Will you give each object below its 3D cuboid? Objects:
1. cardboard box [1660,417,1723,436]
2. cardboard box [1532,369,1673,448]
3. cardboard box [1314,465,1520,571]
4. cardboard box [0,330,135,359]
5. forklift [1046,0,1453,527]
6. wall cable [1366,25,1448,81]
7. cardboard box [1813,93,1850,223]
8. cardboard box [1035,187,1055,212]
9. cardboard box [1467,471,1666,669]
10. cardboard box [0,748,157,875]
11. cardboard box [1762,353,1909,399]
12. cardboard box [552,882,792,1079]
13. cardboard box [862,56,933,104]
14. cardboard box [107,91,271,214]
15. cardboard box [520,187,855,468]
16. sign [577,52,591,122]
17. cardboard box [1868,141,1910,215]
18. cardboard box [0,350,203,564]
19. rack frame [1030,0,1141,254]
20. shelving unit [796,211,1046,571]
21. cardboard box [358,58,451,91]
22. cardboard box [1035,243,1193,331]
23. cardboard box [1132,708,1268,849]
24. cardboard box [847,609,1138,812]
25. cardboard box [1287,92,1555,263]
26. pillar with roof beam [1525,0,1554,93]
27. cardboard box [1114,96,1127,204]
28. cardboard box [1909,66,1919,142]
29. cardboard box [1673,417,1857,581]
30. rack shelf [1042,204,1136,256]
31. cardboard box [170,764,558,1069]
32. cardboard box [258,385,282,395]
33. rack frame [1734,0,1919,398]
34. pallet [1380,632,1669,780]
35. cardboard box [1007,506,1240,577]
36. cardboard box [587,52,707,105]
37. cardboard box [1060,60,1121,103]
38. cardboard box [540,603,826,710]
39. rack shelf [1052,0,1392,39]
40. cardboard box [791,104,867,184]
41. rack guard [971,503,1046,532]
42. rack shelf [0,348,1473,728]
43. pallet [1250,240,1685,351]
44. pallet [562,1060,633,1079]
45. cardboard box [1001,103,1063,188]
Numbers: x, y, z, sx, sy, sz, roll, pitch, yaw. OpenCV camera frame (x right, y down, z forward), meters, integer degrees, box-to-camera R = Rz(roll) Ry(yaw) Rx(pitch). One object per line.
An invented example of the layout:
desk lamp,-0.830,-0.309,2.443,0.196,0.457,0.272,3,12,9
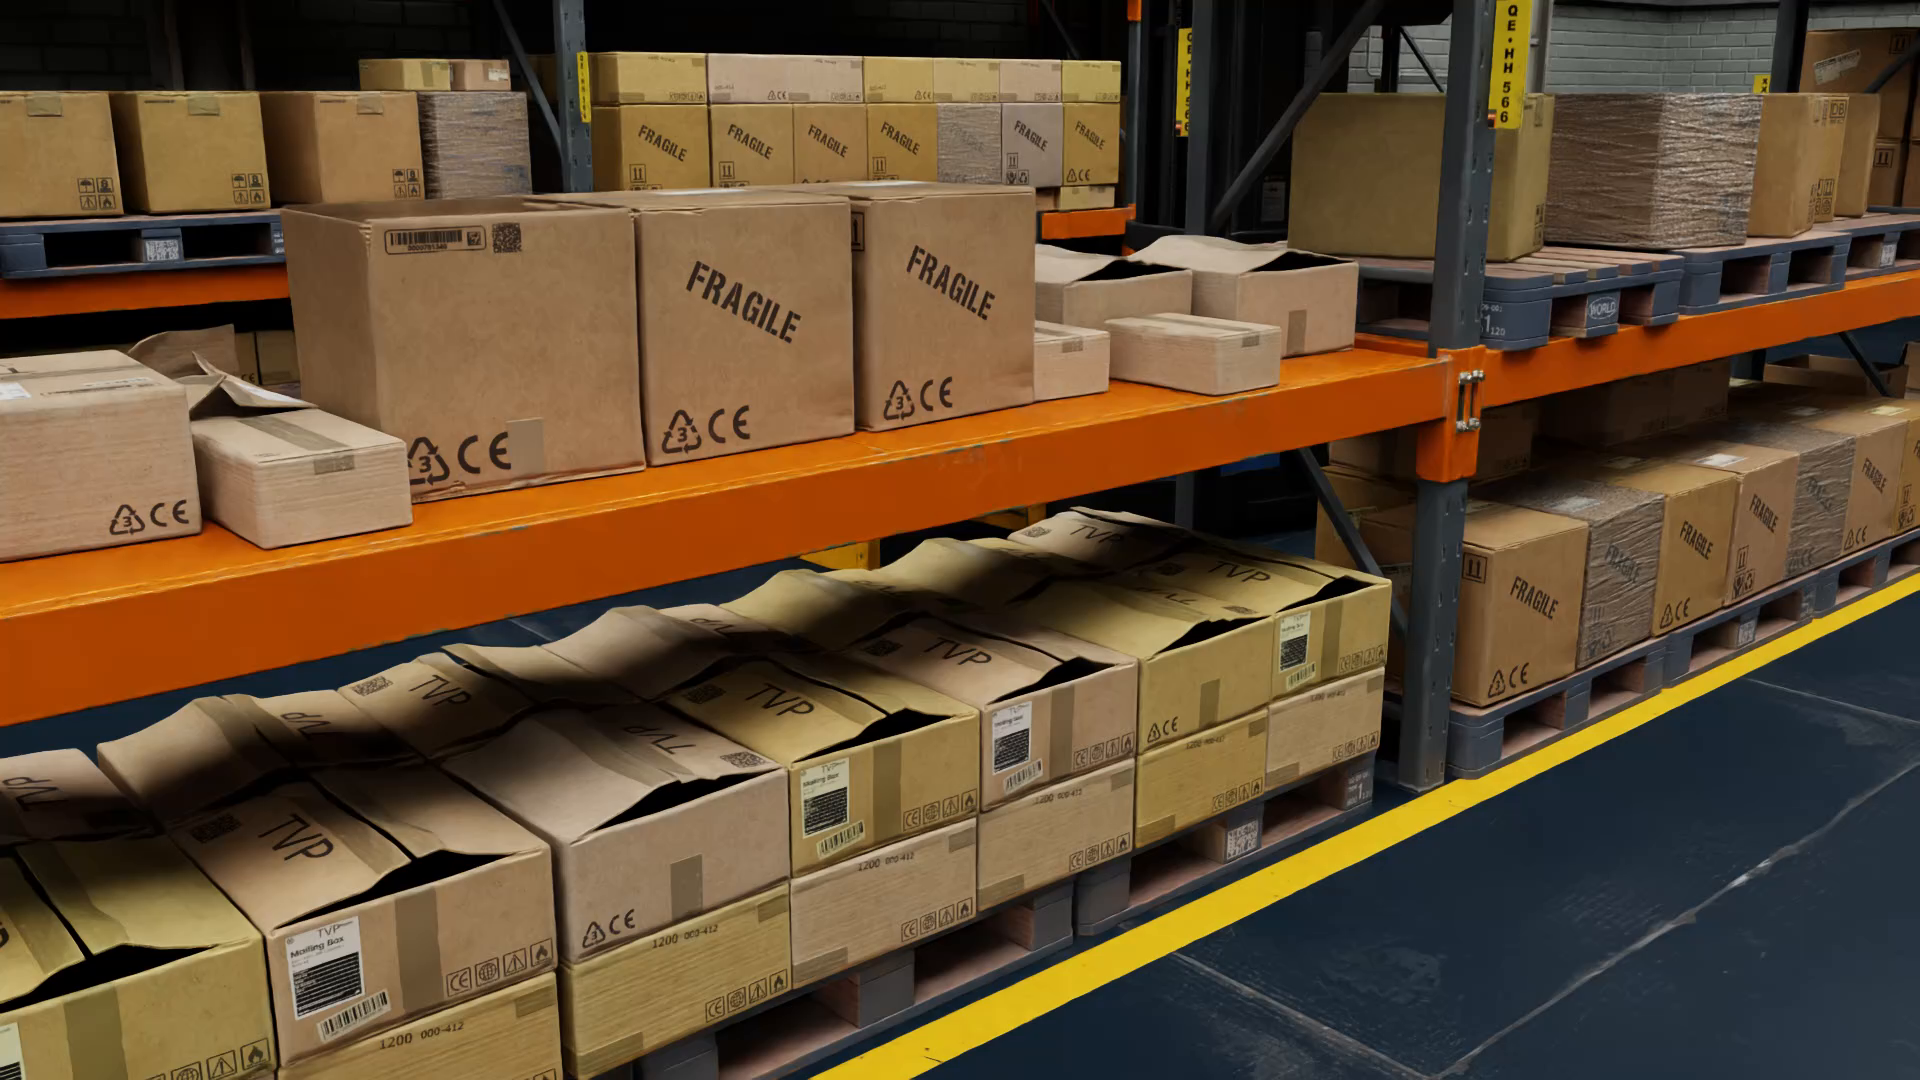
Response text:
cardboard box,2.795,-0.271,6.945,0.500,0.500,0.500,-12,19,-39
cardboard box,2.439,-0.555,6.553,0.500,0.250,0.500,-13,20,-40
cardboard box,1.630,-0.008,5.959,0.500,0.500,0.500,-12,19,-37
cardboard box,-3.929,-0.745,7.263,0.500,0.250,0.500,-13,20,-41
forklift,1.683,-1.634,8.186,3.031,2.935,1.130,-7,17,-26
wall cable,4.204,-4.010,14.981,1.851,1.984,0.084,-13,19,-39
cardboard box,3.115,-1.562,6.779,0.500,0.500,0.700,-9,17,-31
cardboard box,0.373,-2.134,10.375,0.250,0.149,0.380,-12,19,-38
cardboard box,2.001,0.085,5.612,0.500,0.500,0.500,-14,20,-41
cardboard box,-1.821,0.609,3.087,0.500,0.311,0.500,-13,19,-39
cardboard box,4.340,-0.633,8.300,0.500,0.500,0.500,-13,19,-39
cardboard box,-0.696,0.809,3.422,0.500,0.250,0.500,-13,20,-41
cardboard box,-0.503,-2.618,9.476,0.500,0.250,0.500,-13,20,-40
cardboard box,-3.449,-1.727,7.356,0.500,0.500,0.700,-13,19,-39
cardboard box,-0.573,-0.471,3.507,0.500,0.500,0.500,-13,19,-39
sign,-1.812,-2.180,8.009,0.005,0.325,0.100,-13,19,-39
cardboard box,4.305,-1.660,7.957,0.500,0.500,0.500,-12,19,-38
cardboard box,-1.596,-0.141,2.756,0.500,0.250,0.500,-11,19,-36
rack frame,0.842,-2.441,11.074,0.127,3.000,1.000,-13,19,-39
shelving unit,-0.188,-0.697,7.423,1.083,1.500,0.587,-12,19,-40
cardboard box,-2.649,-2.215,7.928,0.380,0.149,0.250,12,19,38
cardboard box,0.277,-0.642,4.515,0.500,0.311,0.500,-13,20,-40
cardboard box,0.456,0.551,4.389,0.500,0.250,0.500,-13,20,-40
cardboard box,0.075,0.366,3.994,0.500,0.311,0.500,-13,20,-40
cardboard box,1.480,-1.179,5.344,0.700,0.500,0.500,8,17,28
pillar with roof beam,8.154,-5.804,12.042,0.400,9.000,9.100,-13,19,-39
cardboard box,1.262,-2.674,11.368,0.700,0.700,0.980,-12,19,-39
cardboard box,4.637,-2.033,7.418,0.500,0.500,0.500,-12,19,-38
cardboard box,3.155,-0.175,6.585,0.500,0.500,0.500,-12,19,-39
rack shelf,-0.667,-1.754,9.899,4.000,0.370,1.077,-13,19,-39
cardboard box,-1.082,0.628,3.015,0.500,0.311,0.500,-13,20,-40
cardboard box,-3.506,-0.481,7.731,0.500,0.500,0.700,-13,20,-40
rack frame,4.096,-1.477,7.466,0.127,3.000,1.000,-13,19,-39
pallet,1.667,0.429,5.735,1.213,0.211,1.003,-13,19,-39
cardboard box,0.491,0.087,5.040,0.500,0.311,0.500,-12,19,-38
cardboard box,-1.642,-2.358,8.505,0.500,0.250,0.500,-12,19,-38
cardboard box,0.657,-2.876,10.441,0.500,0.250,0.500,-12,19,-38
cardboard box,-0.673,0.351,4.052,0.500,0.311,0.500,-13,20,-40
rack shelf,2.351,-3.881,12.048,4.000,0.370,1.077,-13,19,-39
cardboard box,-0.865,-2.168,9.244,0.500,0.500,0.500,-13,20,-40
rack guard,0.179,-0.172,7.900,0.087,0.250,0.587,-12,19,-40
rack shelf,-0.430,-0.113,3.754,4.000,0.370,1.077,-13,19,-39
pallet,1.544,-0.835,5.435,1.003,0.211,1.213,-13,19,-39
pallet,-1.408,1.093,3.248,1.213,0.211,1.003,-13,19,-39
cardboard box,0.281,-2.427,10.213,0.500,0.500,0.500,-12,19,-39
